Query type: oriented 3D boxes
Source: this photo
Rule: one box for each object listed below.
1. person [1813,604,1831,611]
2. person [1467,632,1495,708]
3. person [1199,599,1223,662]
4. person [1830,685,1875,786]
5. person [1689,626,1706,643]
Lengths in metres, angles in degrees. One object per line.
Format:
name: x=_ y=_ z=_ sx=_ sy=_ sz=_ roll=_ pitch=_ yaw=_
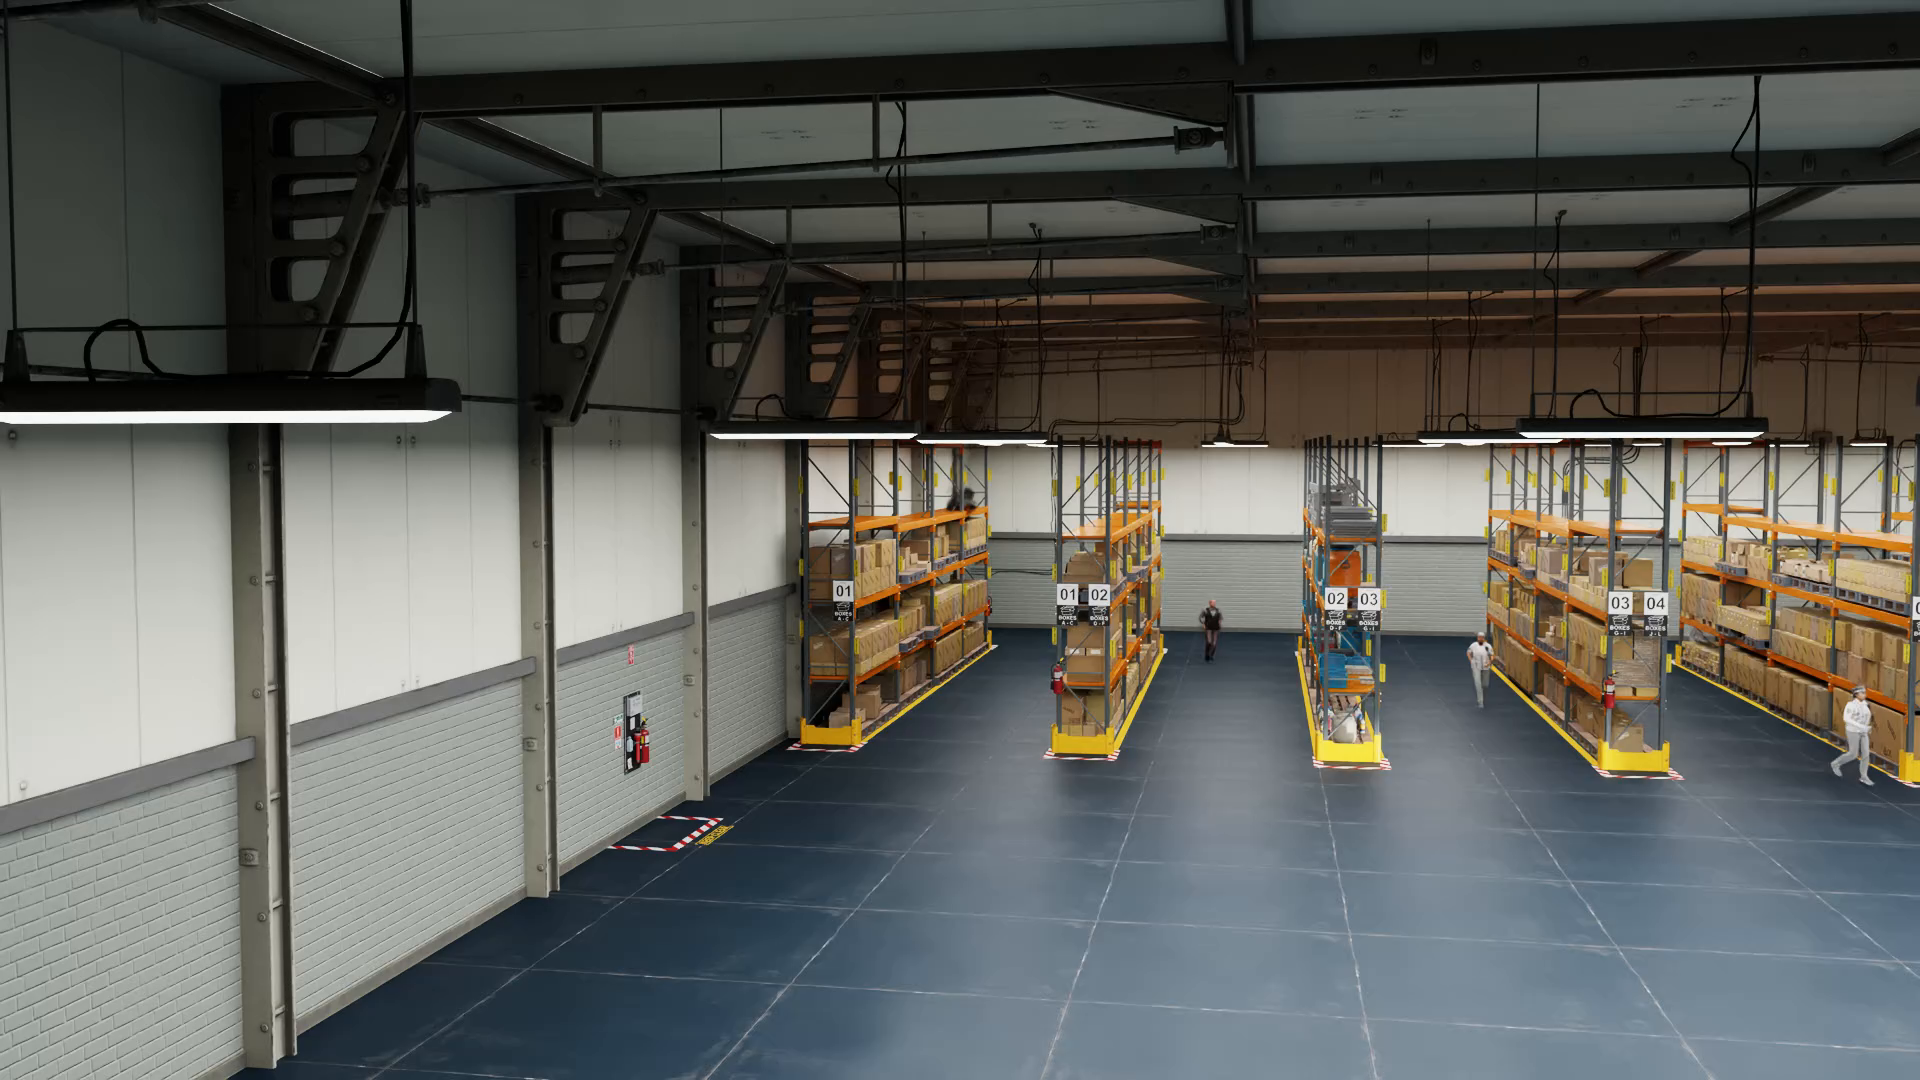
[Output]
person: x=23.327 y=2.394 z=45.225 sx=0.776 sy=1.826 sz=0.685 roll=0 pitch=3 yaw=2
person: x=11.721 y=2.903 z=37.400 sx=0.580 sy=1.668 sz=1.051 roll=0 pitch=3 yaw=5
person: x=6.808 y=2.445 z=44.893 sx=0.636 sy=1.704 sz=0.671 roll=0 pitch=3 yaw=-5
person: x=15.464 y=3.339 z=28.674 sx=0.639 sy=1.706 sz=0.734 roll=-1 pitch=3 yaw=-24
person: x=20.289 y=2.401 z=45.641 sx=0.855 sy=1.739 sz=0.732 roll=1 pitch=3 yaw=25
